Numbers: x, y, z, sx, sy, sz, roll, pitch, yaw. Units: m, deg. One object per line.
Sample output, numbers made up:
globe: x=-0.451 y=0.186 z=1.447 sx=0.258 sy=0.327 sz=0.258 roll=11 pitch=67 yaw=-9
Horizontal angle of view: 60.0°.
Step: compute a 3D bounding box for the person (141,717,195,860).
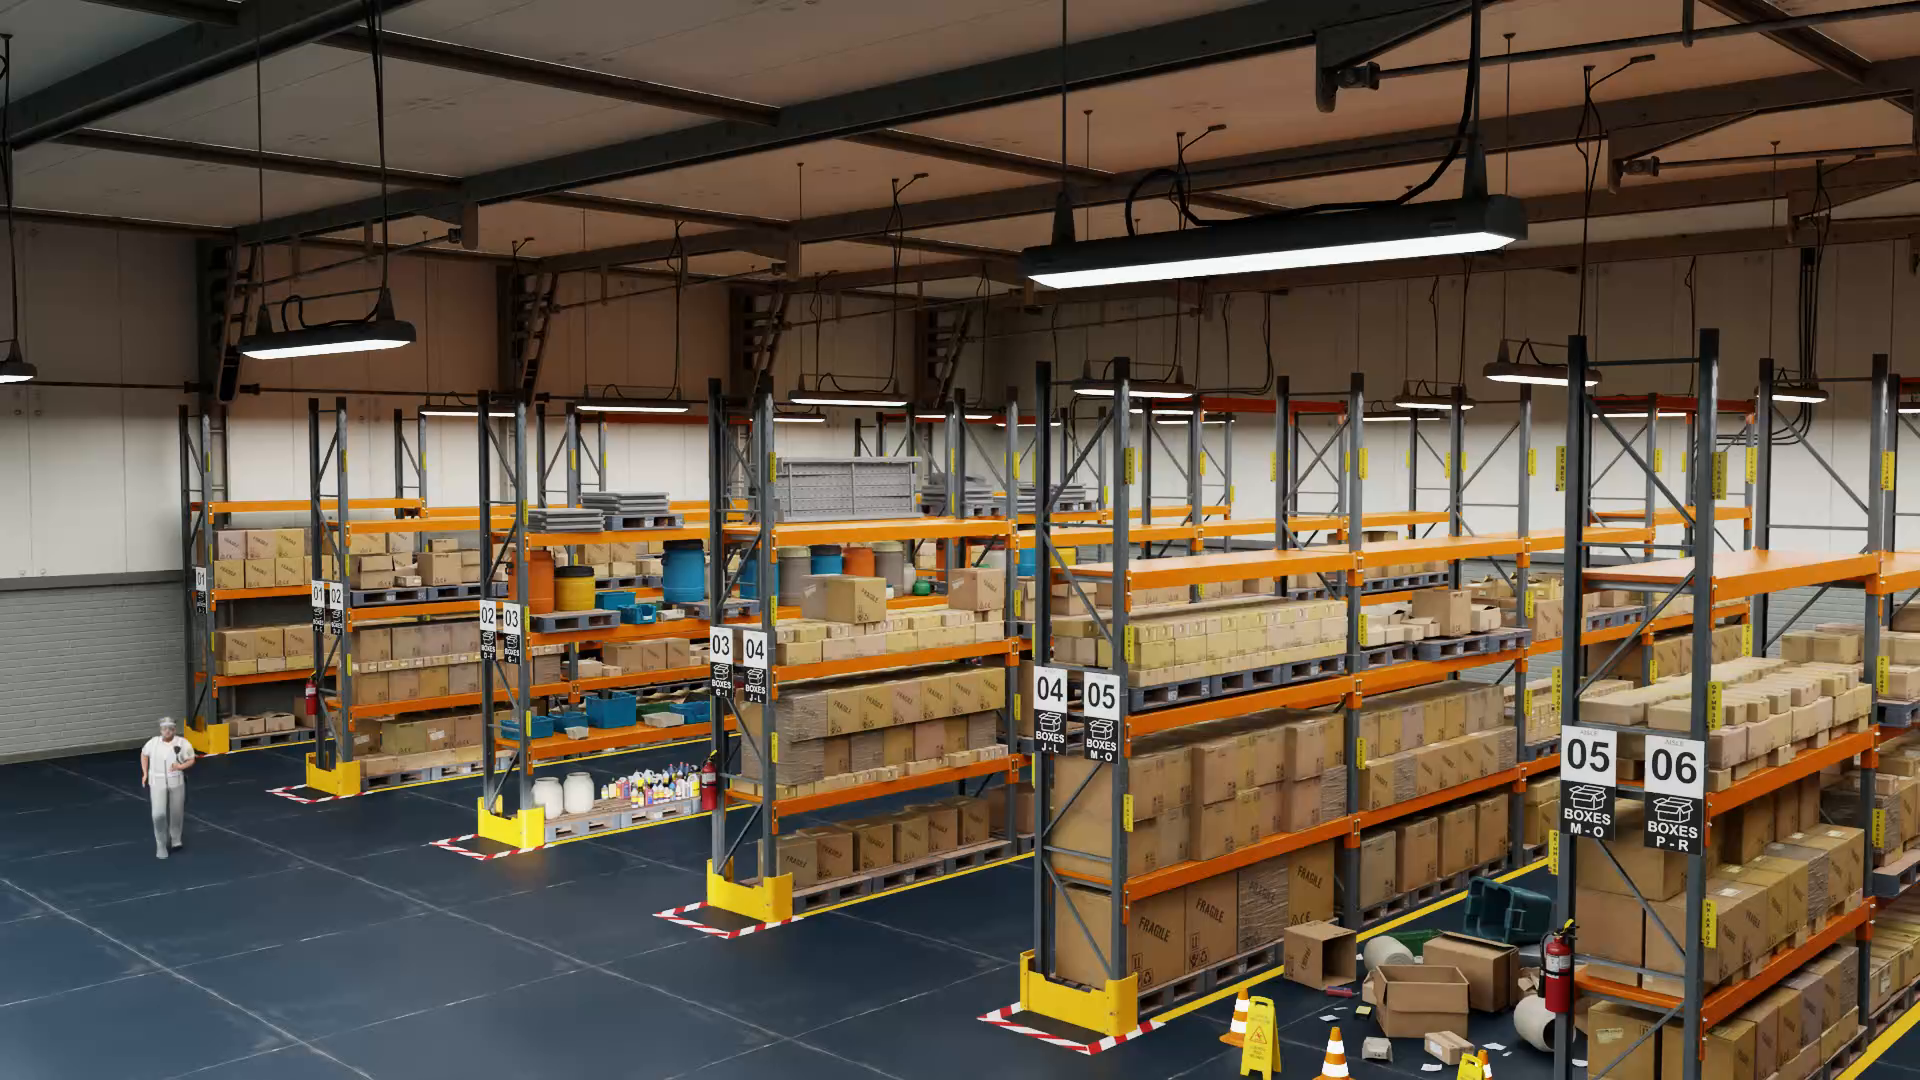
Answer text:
person: x=-10.147 y=3.169 z=21.321 sx=0.628 sy=1.840 sz=0.854 roll=-1 pitch=3 yaw=-25
